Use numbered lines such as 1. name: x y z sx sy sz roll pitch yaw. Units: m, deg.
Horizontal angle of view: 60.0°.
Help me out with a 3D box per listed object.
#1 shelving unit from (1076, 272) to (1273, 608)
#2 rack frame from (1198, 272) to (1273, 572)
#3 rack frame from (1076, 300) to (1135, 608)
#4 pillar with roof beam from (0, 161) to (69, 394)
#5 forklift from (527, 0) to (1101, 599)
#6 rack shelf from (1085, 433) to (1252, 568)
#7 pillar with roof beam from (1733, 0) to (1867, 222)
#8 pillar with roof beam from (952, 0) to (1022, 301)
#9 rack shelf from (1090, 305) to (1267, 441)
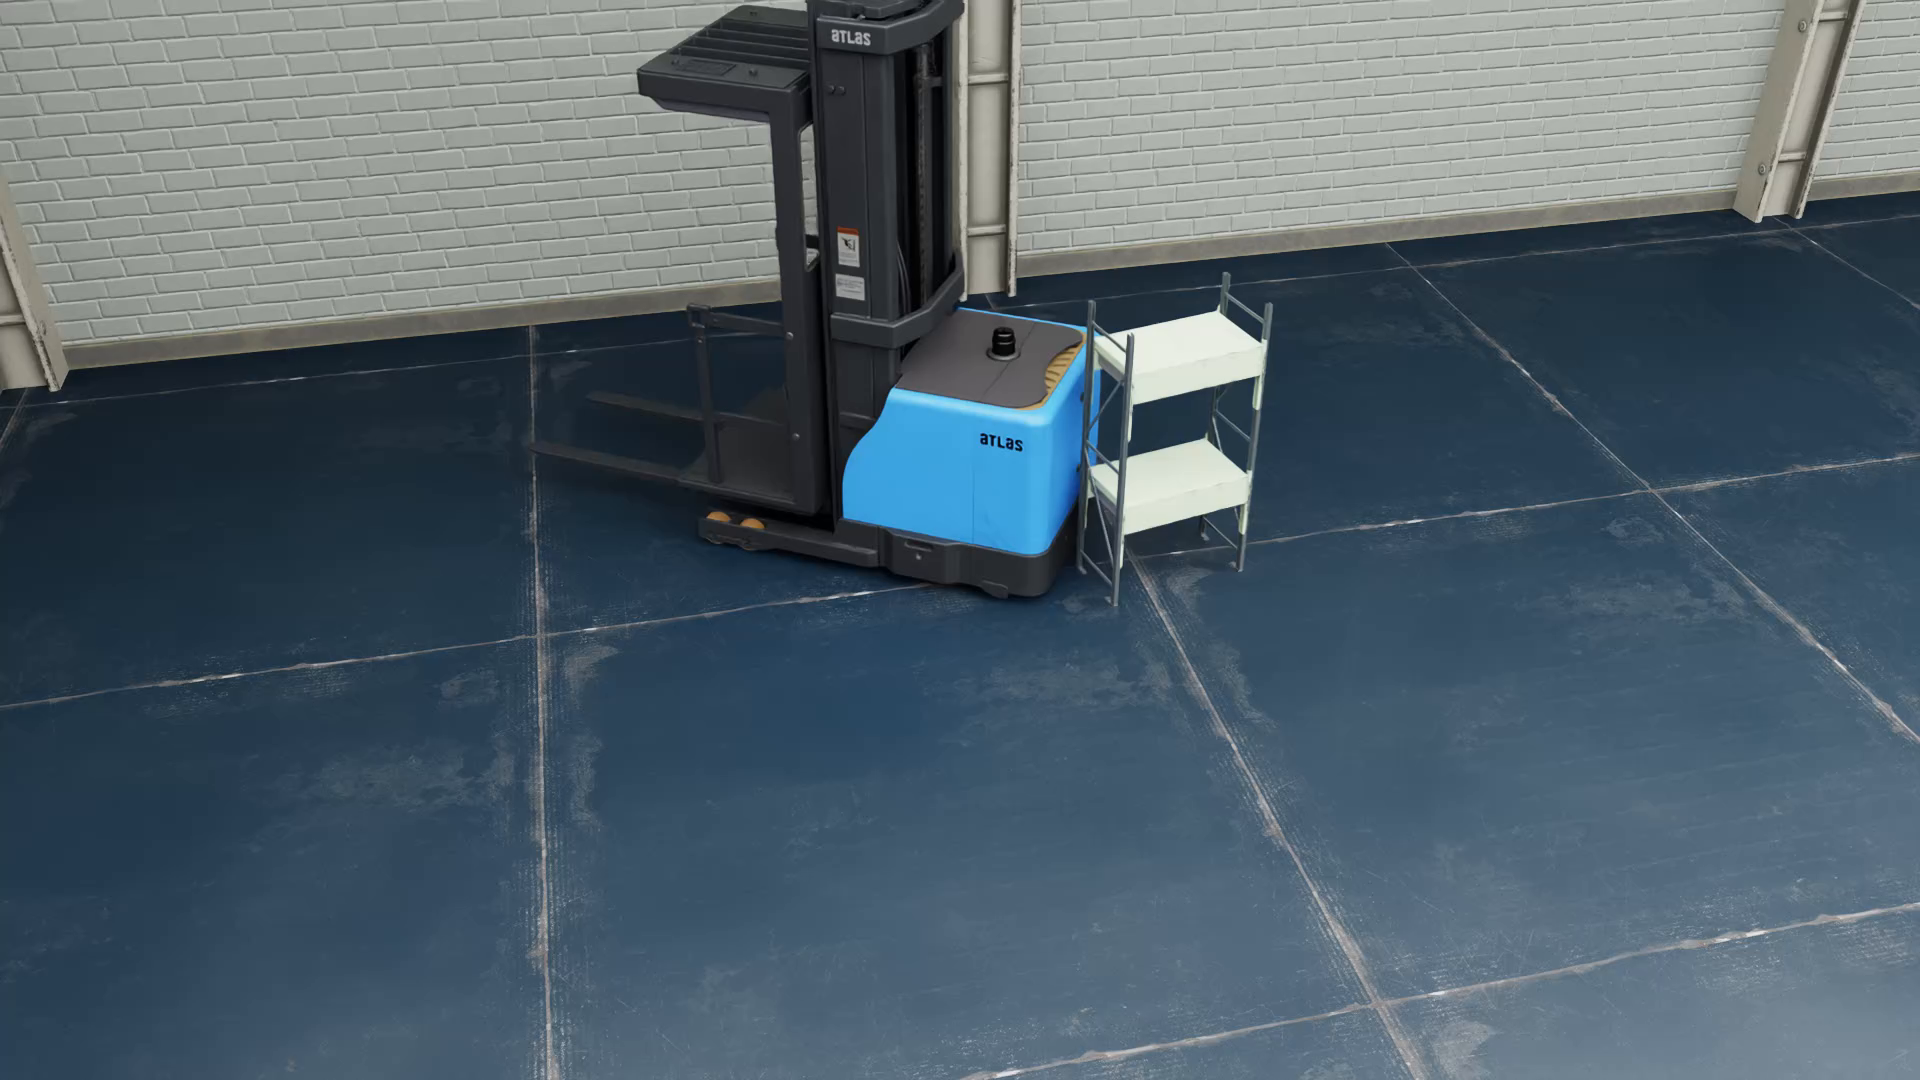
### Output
1. shelving unit: 1.020 -0.474 8.111 0.755 1.500 0.431 -14 36 -20
2. rack frame: 1.352 -0.560 8.239 0.023 1.500 0.400 -14 36 -20
3. rack frame: 0.688 -0.389 7.984 0.023 1.500 0.400 -14 36 -20
4. pillar with roof beam: -4.750 -2.364 4.197 0.400 9.000 9.100 -7 35 -11
5. forklift: -0.837 -1.423 8.241 3.031 2.935 1.130 11 36 16
6. rack shelf: 1.020 -0.204 8.293 0.720 0.370 0.431 -14 36 -20
7. pillar with roof beam: 6.954 -3.839 6.395 0.400 9.000 9.100 -7 35 -11
8. pillar with roof beam: 1.102 -3.102 5.296 0.400 9.000 9.100 -7 35 -11
9. rack shelf: 1.020 -0.799 7.894 0.720 0.370 0.431 -14 36 -20
